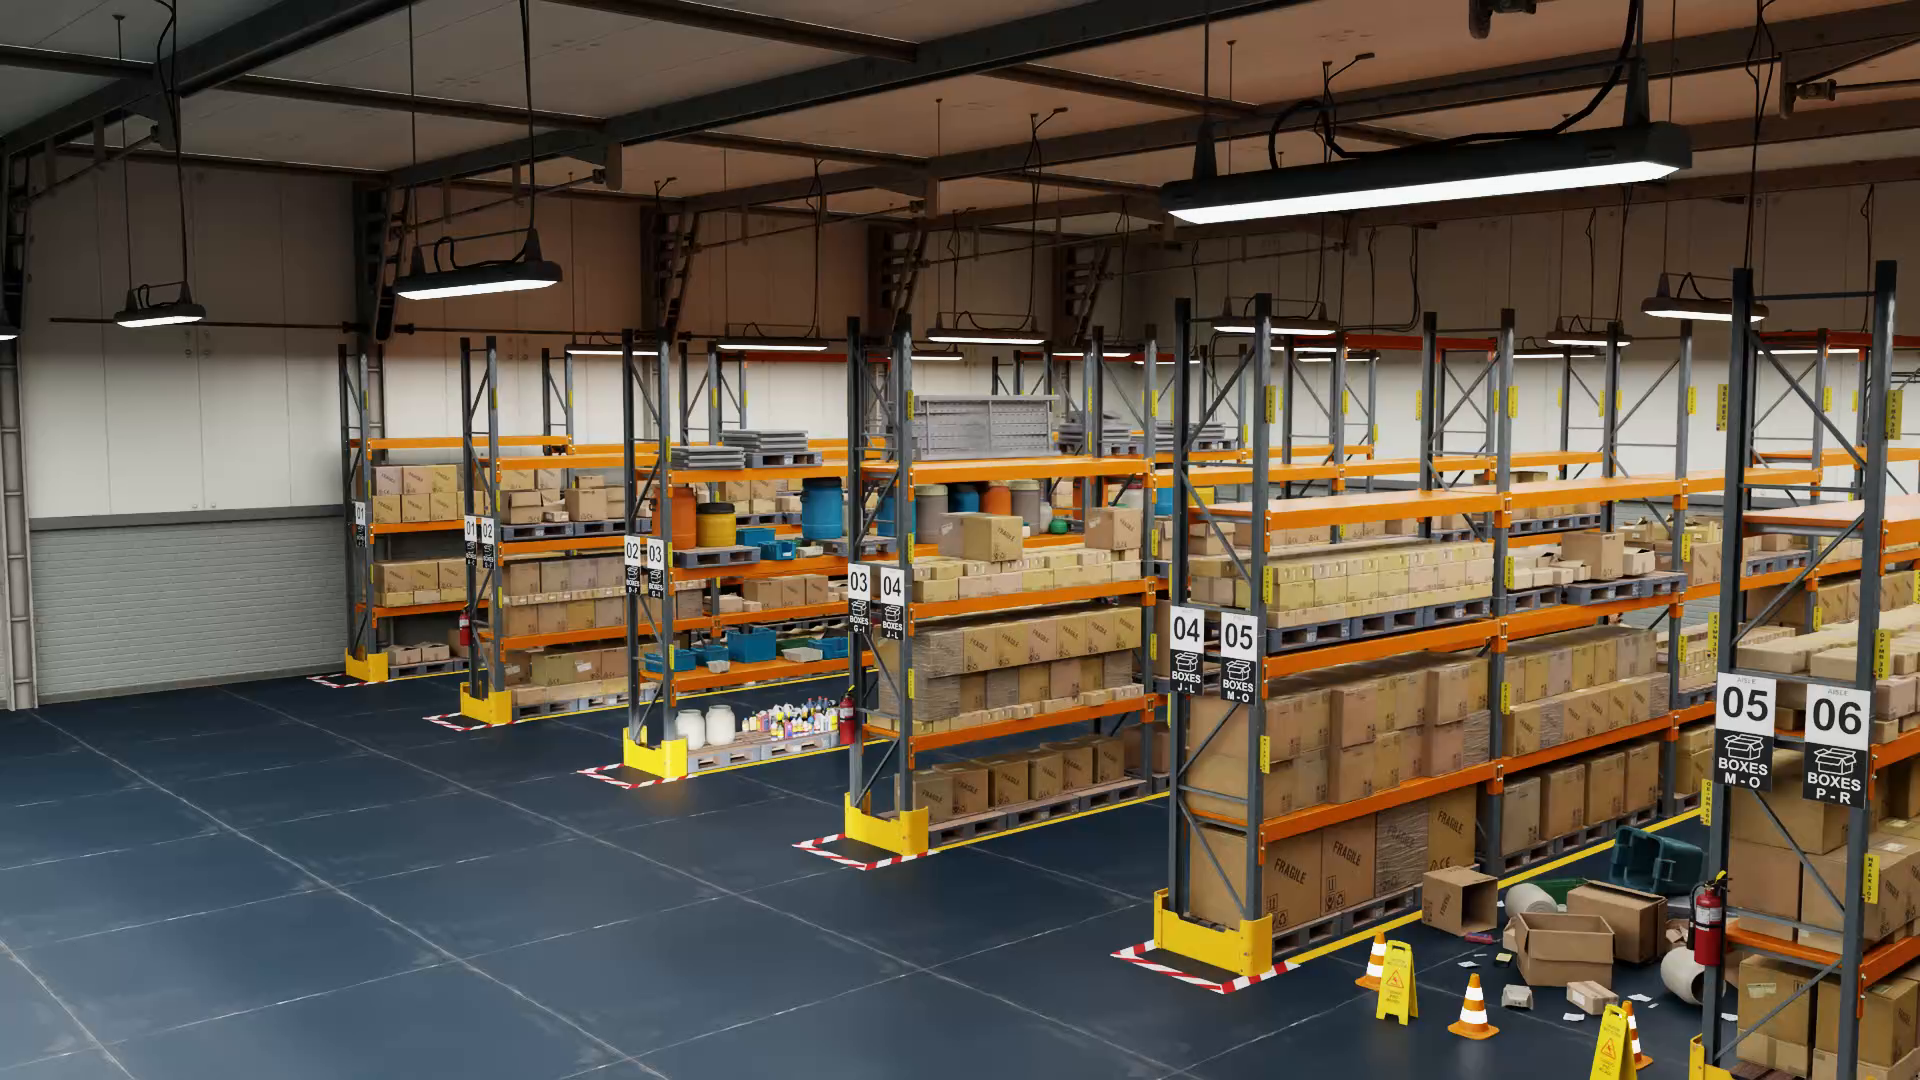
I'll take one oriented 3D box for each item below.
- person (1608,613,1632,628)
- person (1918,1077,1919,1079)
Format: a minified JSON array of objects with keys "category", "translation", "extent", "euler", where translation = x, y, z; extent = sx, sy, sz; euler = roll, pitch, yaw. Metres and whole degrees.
[{"category":"person","translation":[10.525,1.937,26.718],"extent":[0.555,1.721,0.822],"euler":[5,7,44]},{"category":"person","translation":[5.588,3.477,9.236],"extent":[0.792,1.720,0.830],"euler":[5,7,44]}]
